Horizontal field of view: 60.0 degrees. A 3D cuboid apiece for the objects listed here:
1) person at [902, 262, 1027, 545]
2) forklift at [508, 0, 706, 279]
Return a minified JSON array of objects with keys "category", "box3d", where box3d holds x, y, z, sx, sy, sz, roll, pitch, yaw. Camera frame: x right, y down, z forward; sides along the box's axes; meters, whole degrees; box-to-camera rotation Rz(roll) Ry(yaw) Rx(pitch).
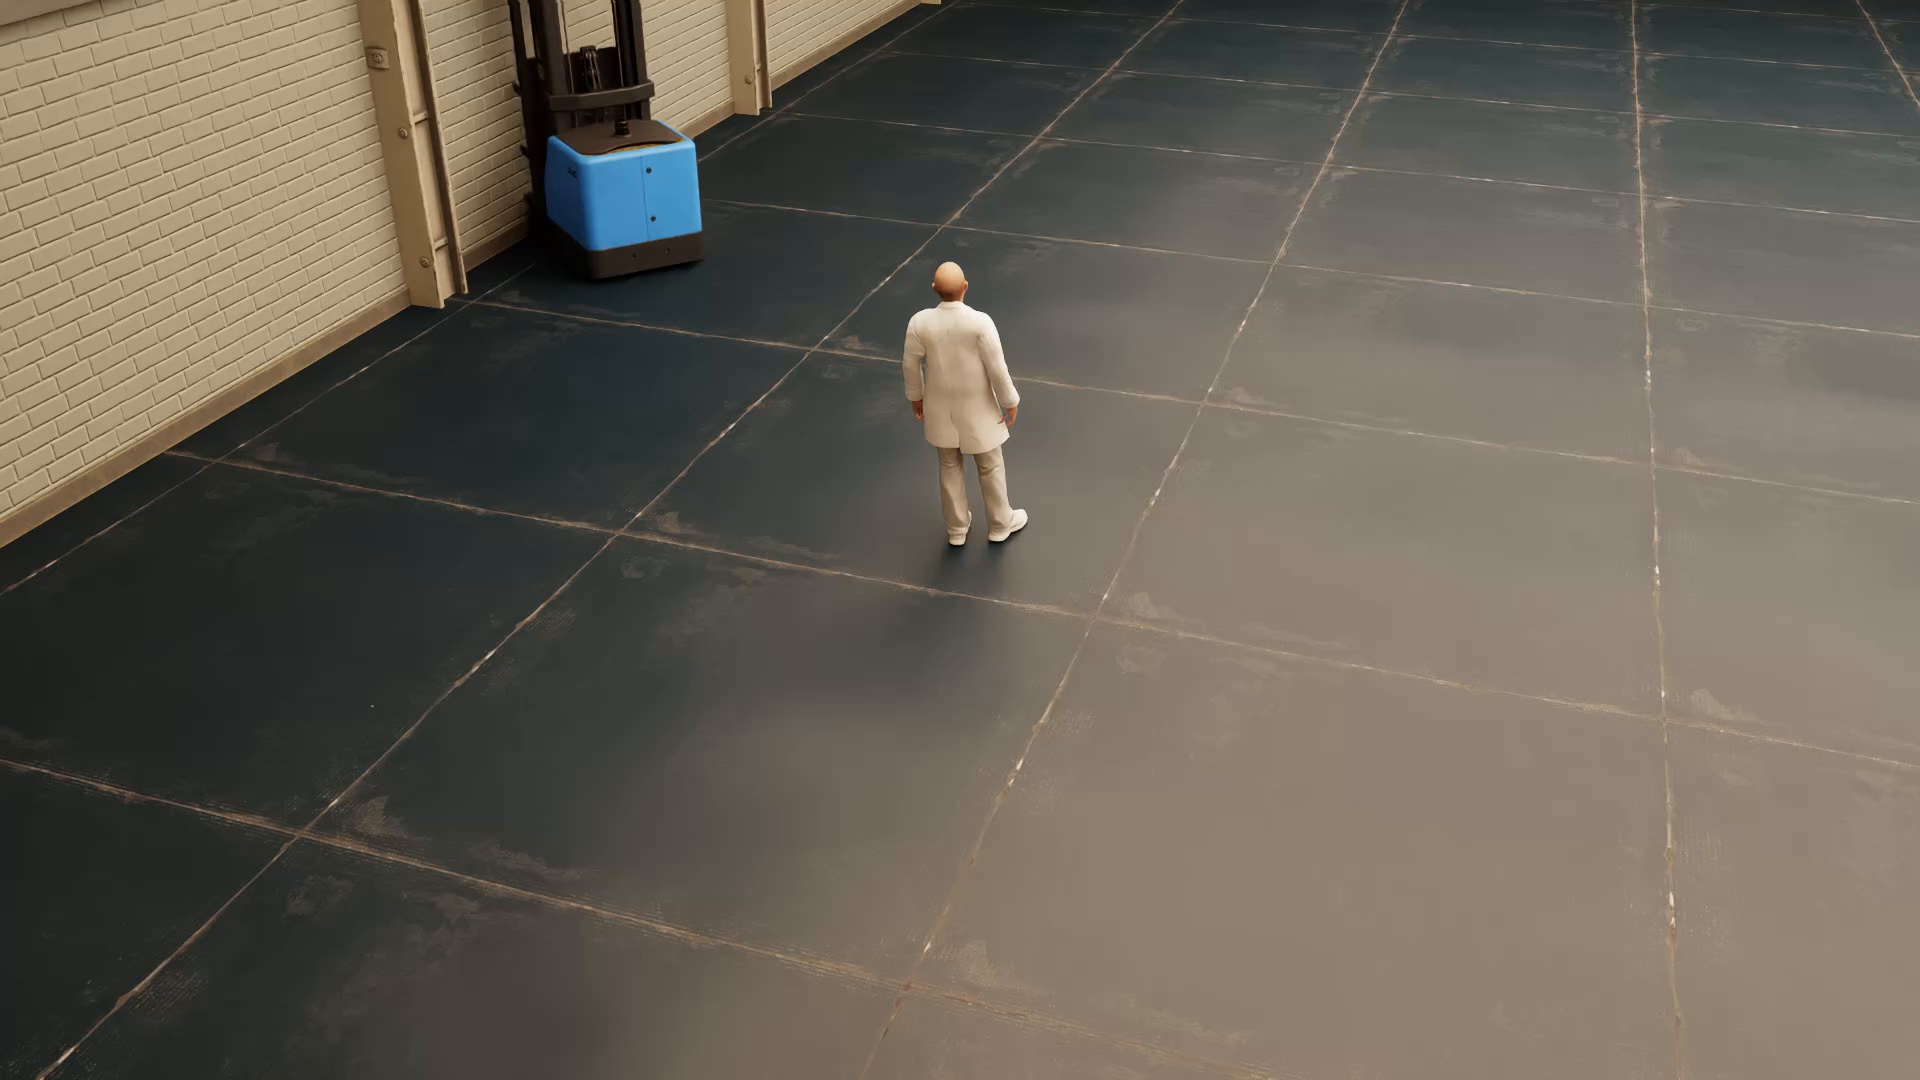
[{"category":"person","box3d":[0.034,-0.820,9.725,0.696,1.776,0.581,10,31,16]},{"category":"forklift","box3d":[-3.359,-4.127,14.375,1.130,2.935,3.031,-16,34,-26]}]
